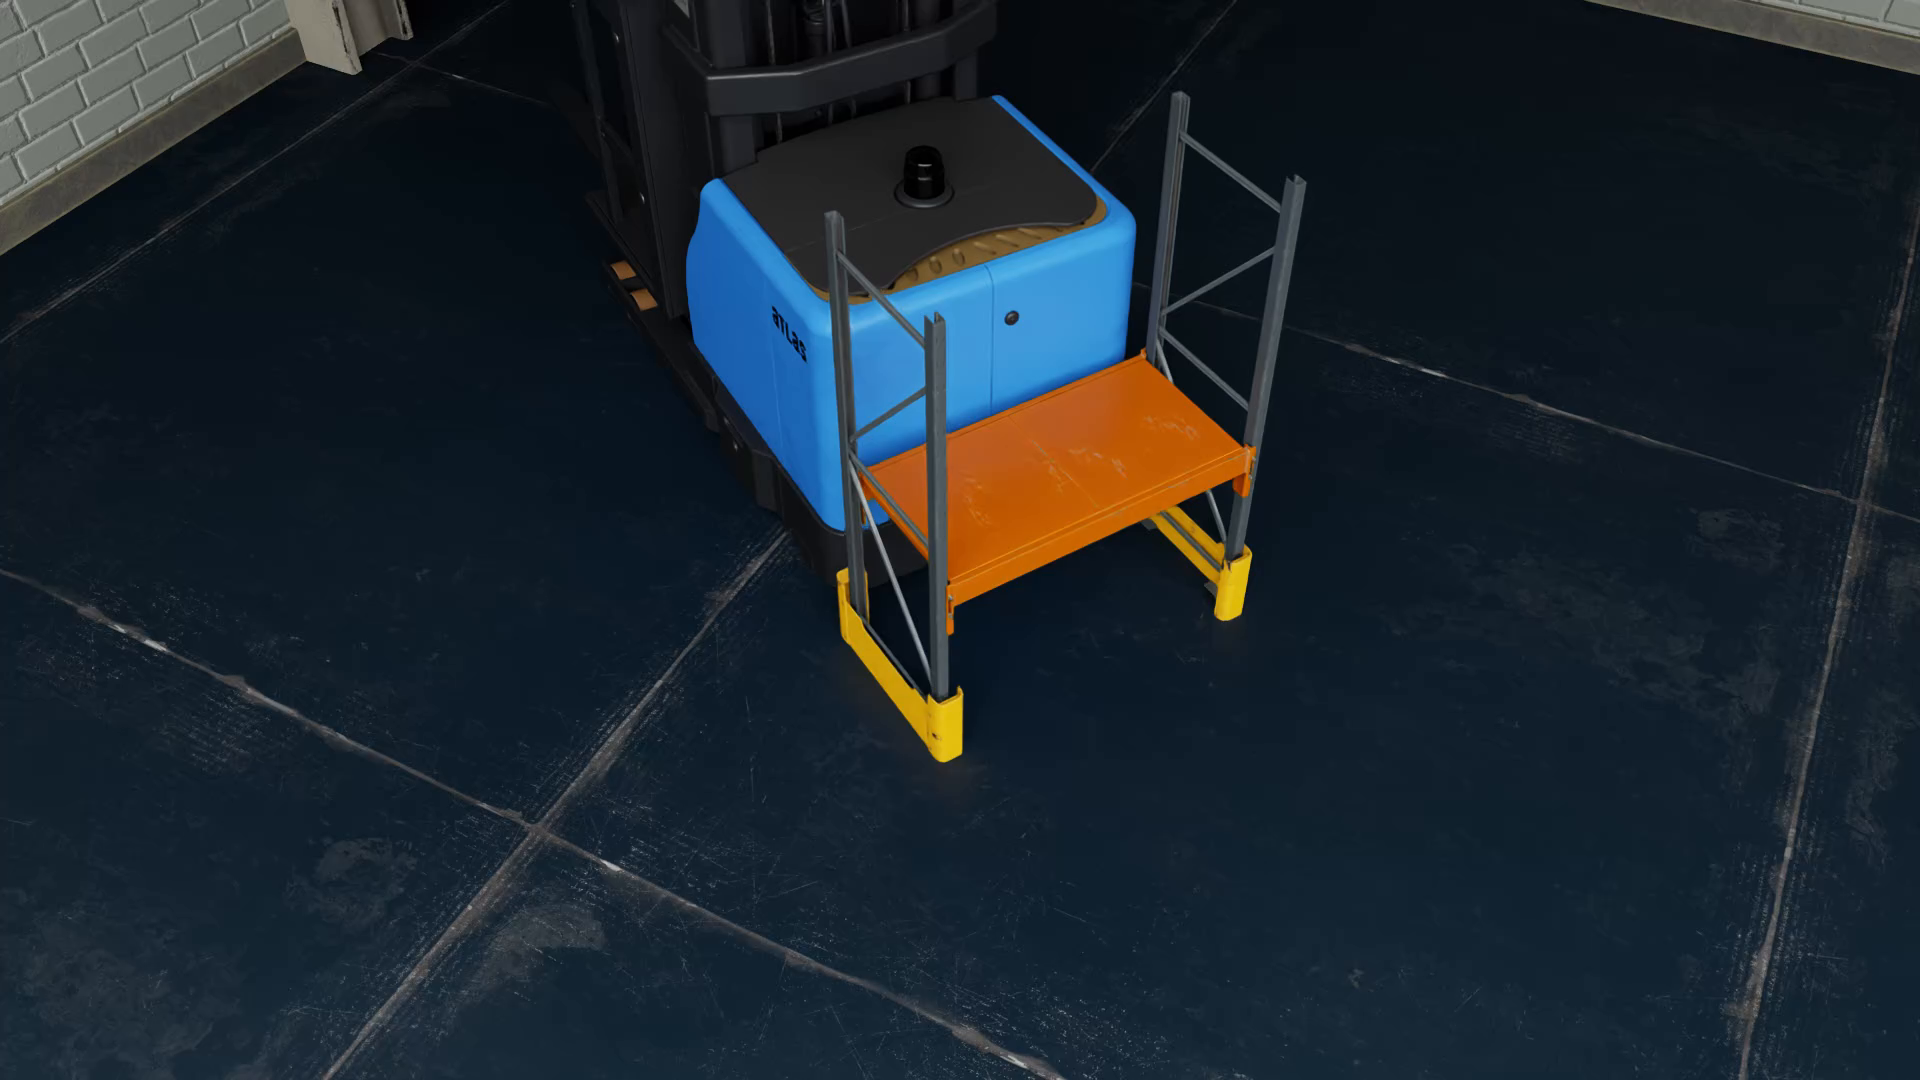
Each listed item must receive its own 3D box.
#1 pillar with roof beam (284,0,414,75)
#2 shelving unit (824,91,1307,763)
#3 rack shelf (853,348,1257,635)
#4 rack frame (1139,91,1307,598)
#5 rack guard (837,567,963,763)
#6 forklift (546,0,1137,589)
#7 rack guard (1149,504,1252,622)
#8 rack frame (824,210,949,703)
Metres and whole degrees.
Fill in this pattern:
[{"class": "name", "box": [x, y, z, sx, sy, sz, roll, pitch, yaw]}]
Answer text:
[{"class": "pillar with roof beam", "box": [1.126, -3.946, 2.823, 9.100, 9.000, 0.400, 20, 49, 19]}, {"class": "shelving unit", "box": [0.249, -0.281, 4.473, 1.083, 1.500, 0.587, -24, 50, -22]}, {"class": "rack shelf", "box": [0.257, -0.158, 4.605, 1.000, 0.185, 0.538, -24, 50, -22]}, {"class": "rack frame", "box": [0.688, -0.476, 4.666, 0.032, 1.500, 0.500, -24, 50, -22]}, {"class": "rack guard", "box": [-0.174, 0.346, 4.732, 0.087, 0.250, 0.587, -24, 50, -22]}, {"class": "forklift", "box": [-0.650, -1.917, 5.084, 1.130, 2.935, 3.031, -22, 49, -20]}, {"class": "rack guard", "box": [0.671, -0.029, 5.103, 0.087, 0.250, 0.587, -24, 50, -22]}, {"class": "rack frame", "box": [-0.175, -0.093, 4.287, 0.032, 1.500, 0.500, -24, 50, -22]}]
